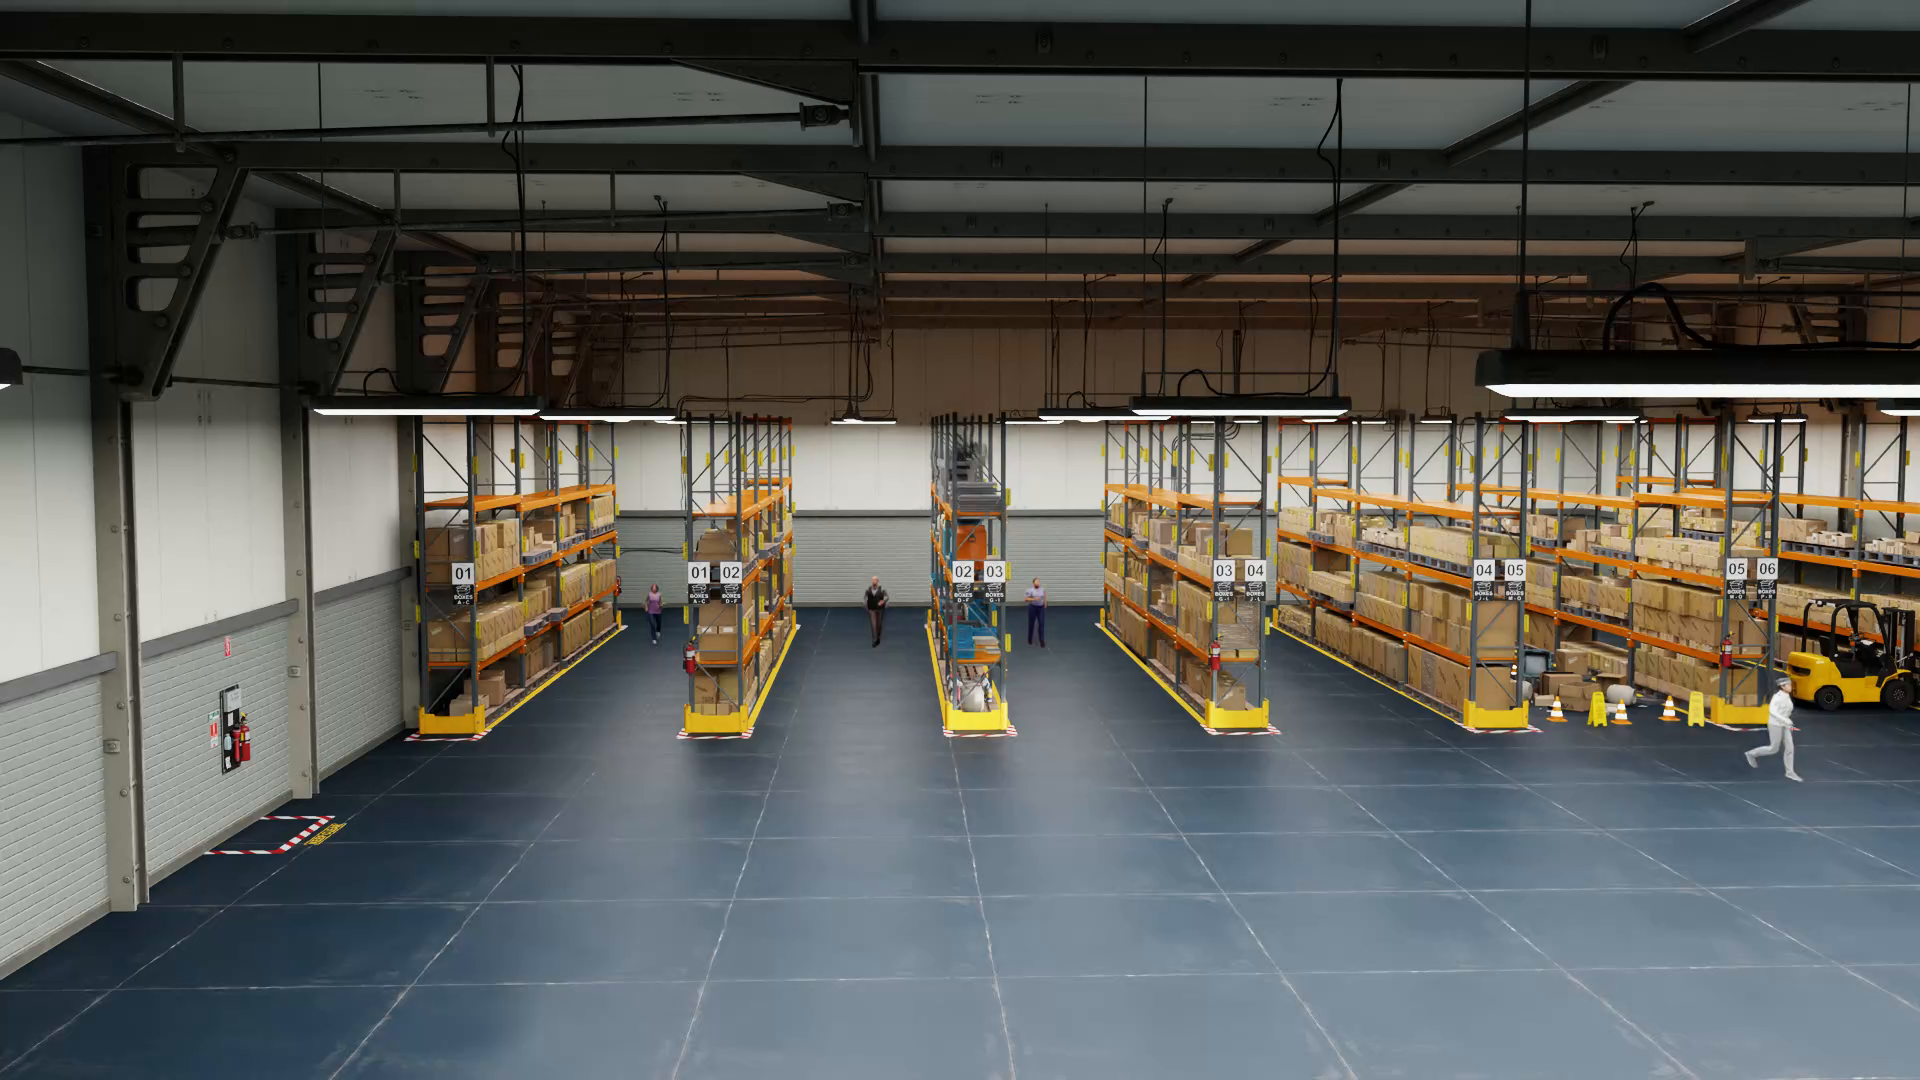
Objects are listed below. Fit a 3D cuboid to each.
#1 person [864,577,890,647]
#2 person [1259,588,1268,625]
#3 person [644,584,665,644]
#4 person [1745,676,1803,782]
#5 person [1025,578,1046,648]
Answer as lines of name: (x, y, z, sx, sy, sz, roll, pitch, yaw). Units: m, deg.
person: (-2.082, 1.772, 41.403, 0.656, 1.734, 0.744, 0, 4, 1)
person: (7.997, 1.787, 44.881, 0.685, 1.805, 0.868, 0, 4, -2)
person: (-8.096, 1.945, 44.049, 0.547, 1.559, 0.746, -1, 4, -10)
person: (13.333, 3.045, 27.151, 0.915, 1.686, 0.640, 4, 5, 44)
person: (1.887, 1.795, 41.412, 0.631, 1.705, 0.759, -1, 4, -14)
